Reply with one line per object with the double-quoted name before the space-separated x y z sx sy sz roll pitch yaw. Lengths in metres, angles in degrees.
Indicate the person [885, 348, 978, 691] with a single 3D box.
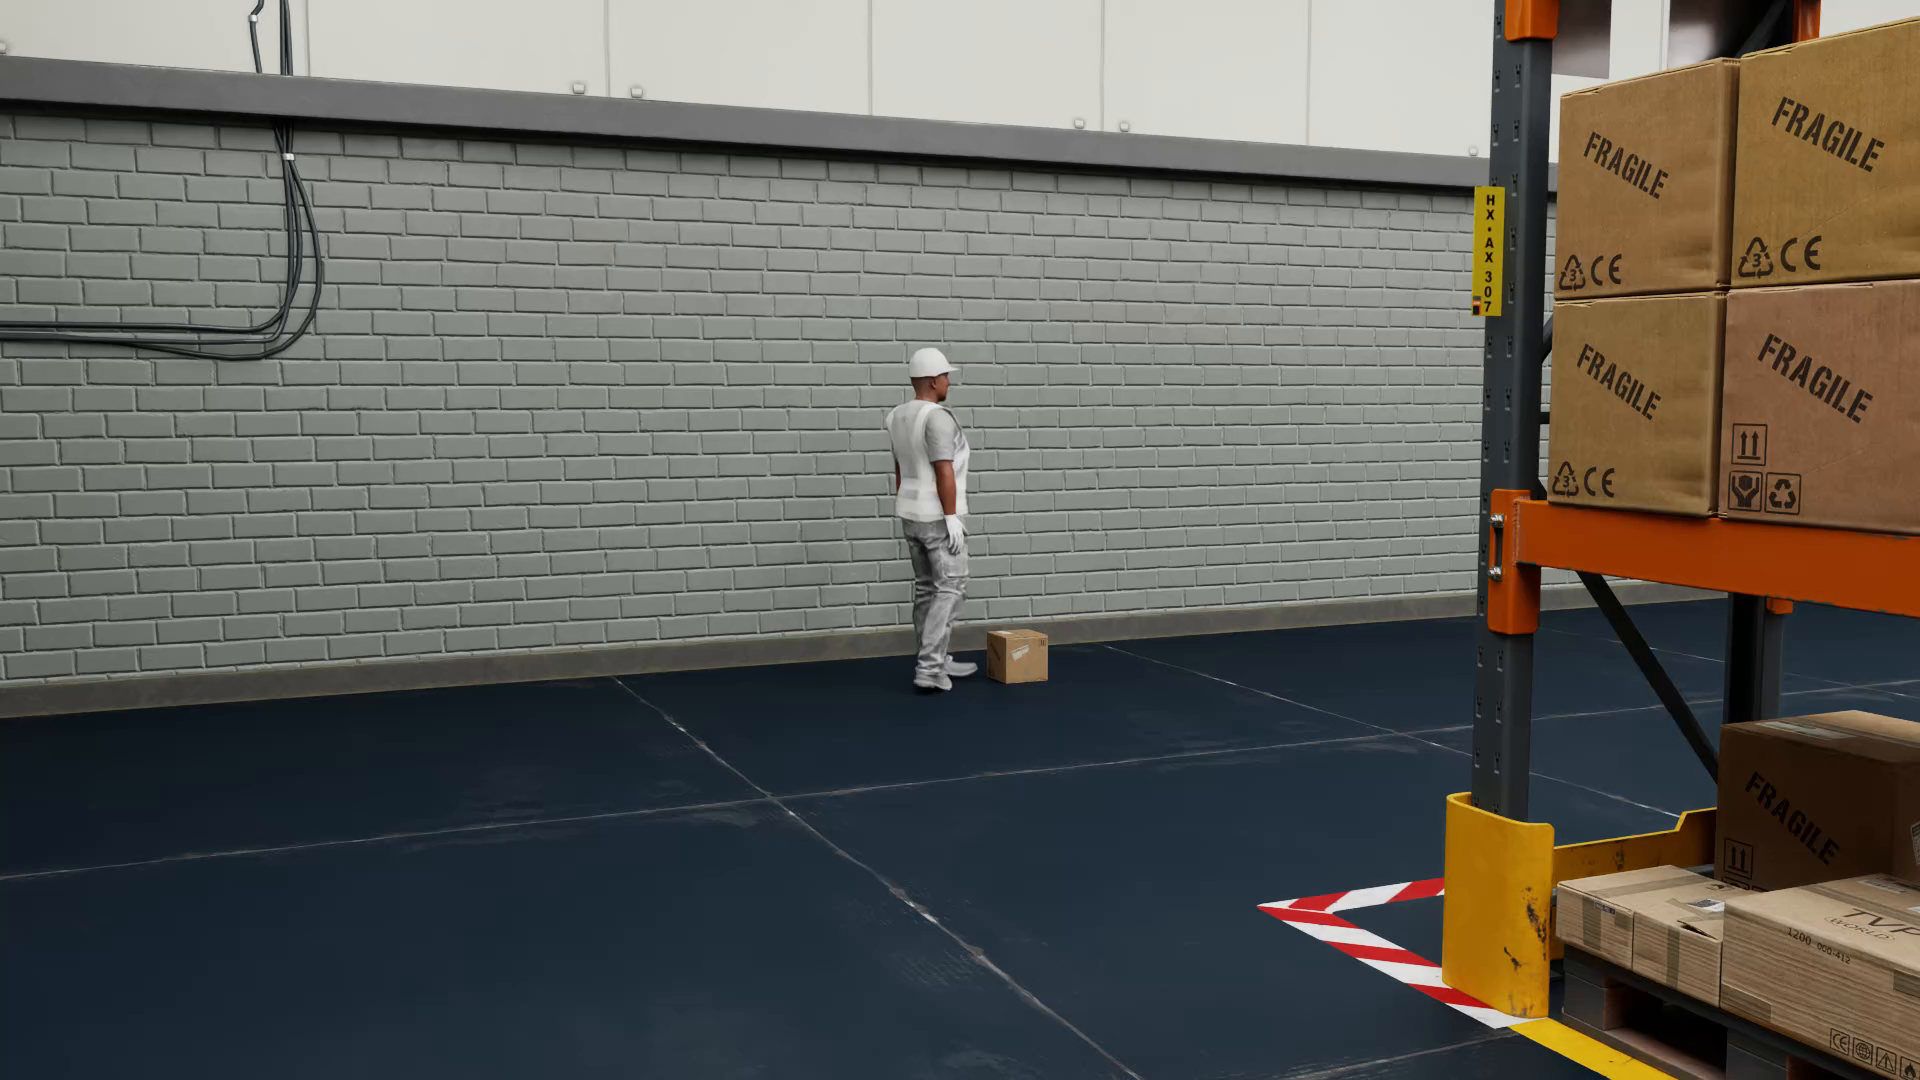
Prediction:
"person" -0.100 -0.118 8.818 0.562 1.788 0.579 -3 6 -30
